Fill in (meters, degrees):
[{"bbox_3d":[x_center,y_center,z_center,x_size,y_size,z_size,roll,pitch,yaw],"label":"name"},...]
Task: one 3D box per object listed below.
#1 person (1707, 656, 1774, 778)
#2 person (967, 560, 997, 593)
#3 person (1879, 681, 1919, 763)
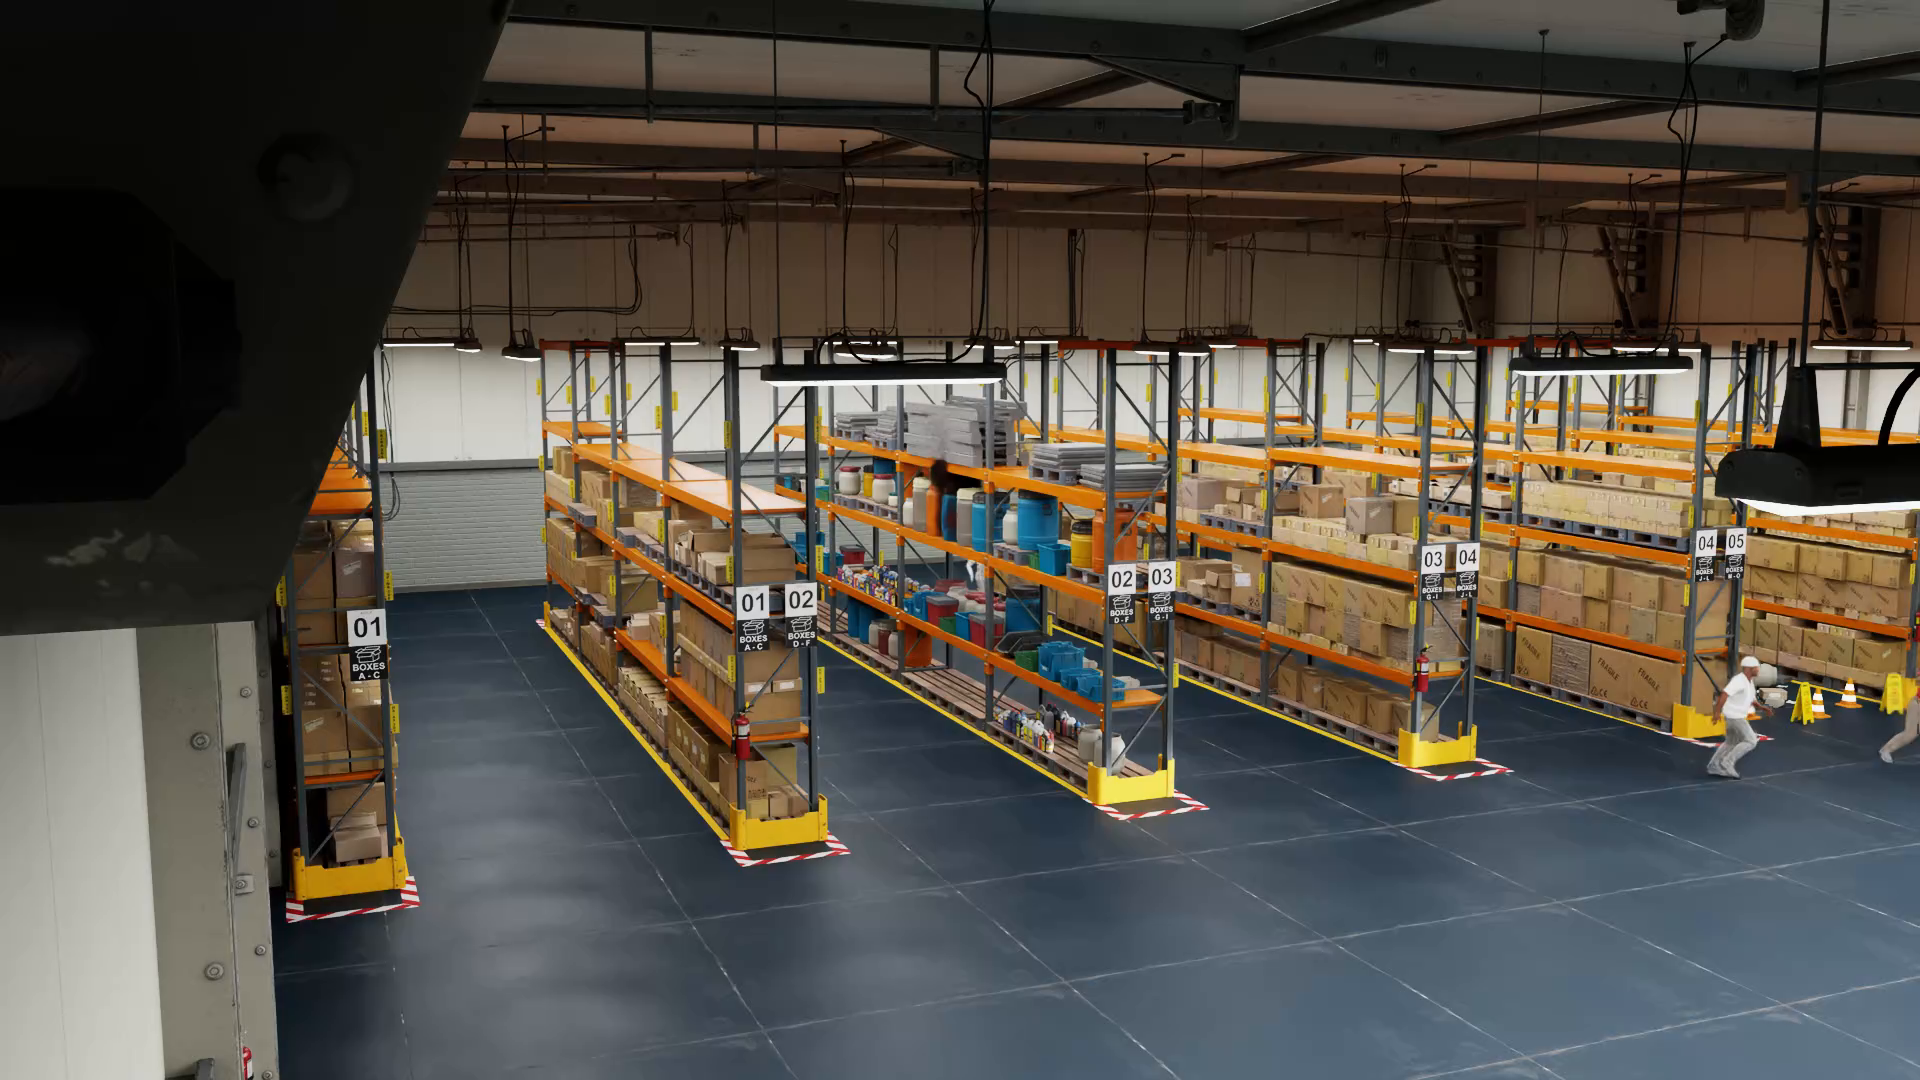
[{"bbox_3d":[10.894,2.460,23.172,0.803,1.708,0.684,4,8,28],"label":"person"},{"bbox_3d":[0.507,0.887,35.479,0.581,1.718,0.699,-3,8,-23],"label":"person"},{"bbox_3d":[13.780,2.412,23.917,0.881,1.659,0.742,6,10,40],"label":"person"}]
